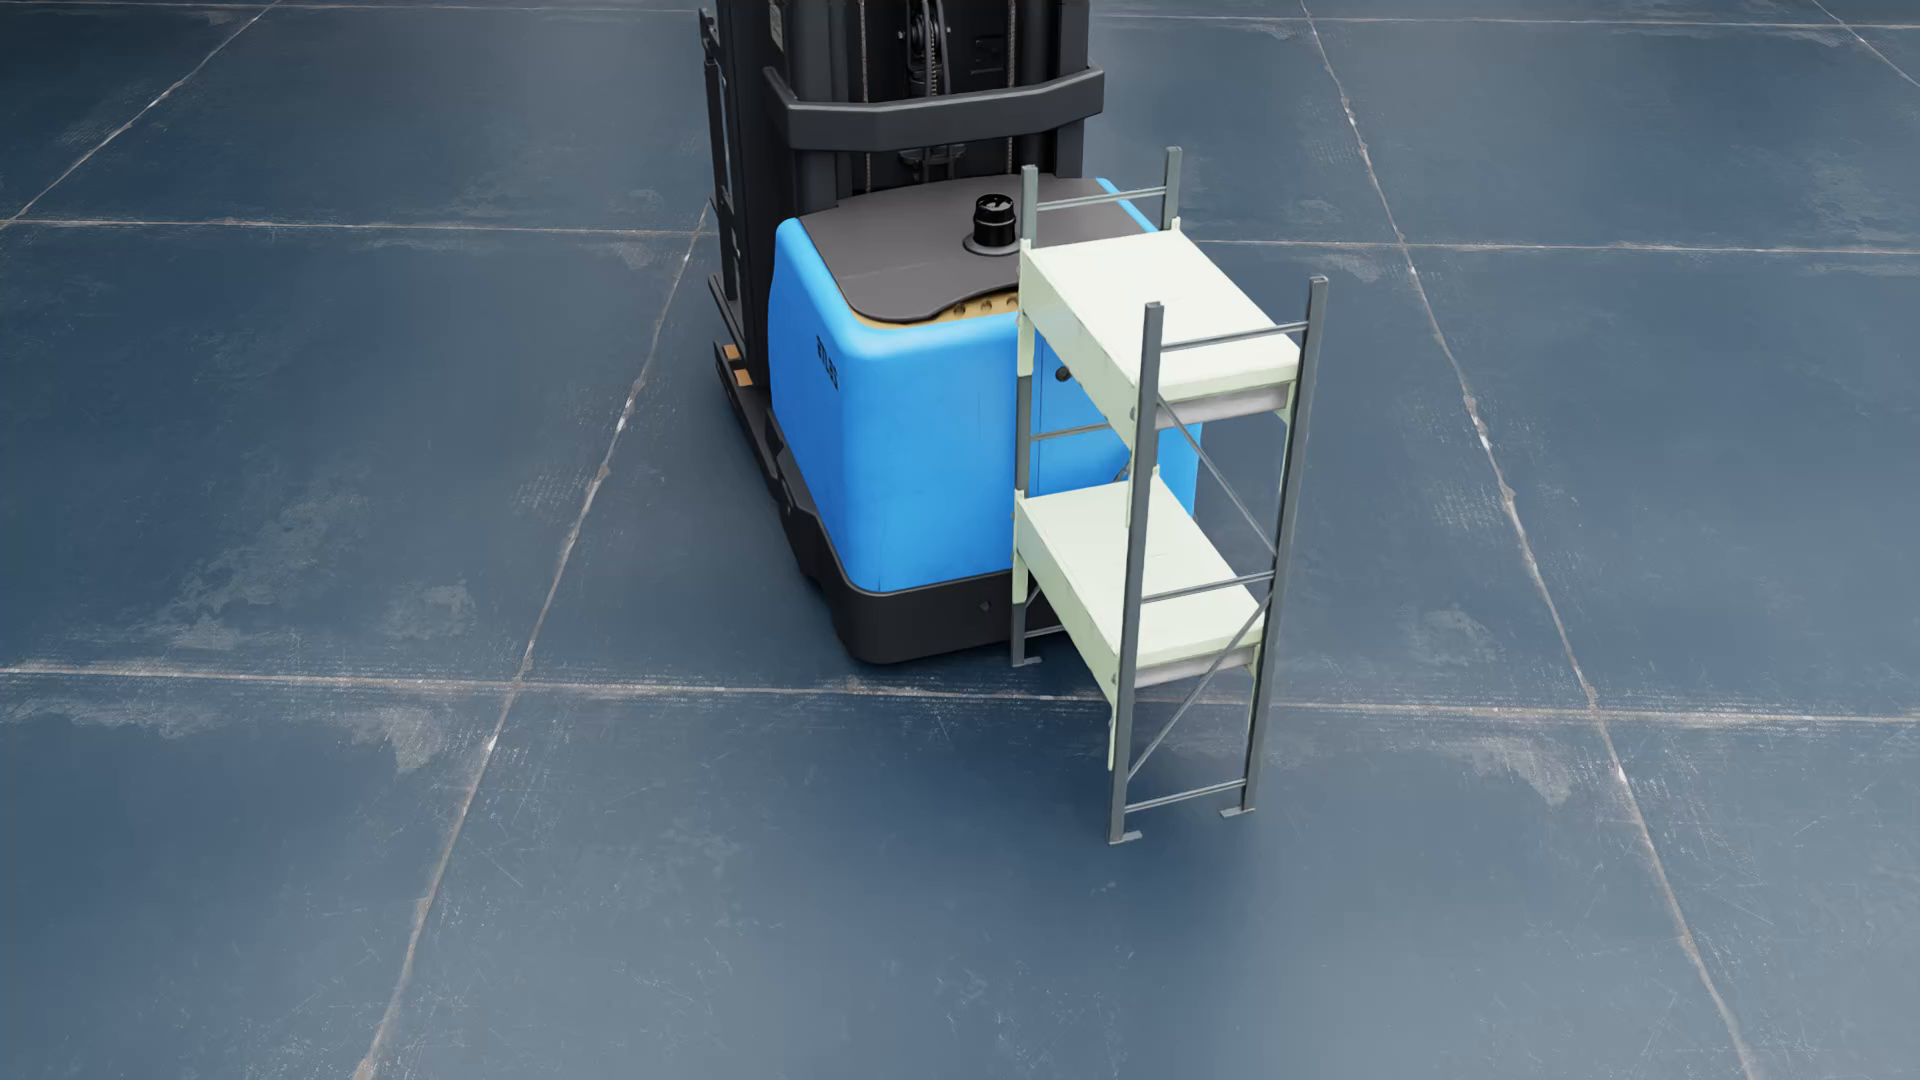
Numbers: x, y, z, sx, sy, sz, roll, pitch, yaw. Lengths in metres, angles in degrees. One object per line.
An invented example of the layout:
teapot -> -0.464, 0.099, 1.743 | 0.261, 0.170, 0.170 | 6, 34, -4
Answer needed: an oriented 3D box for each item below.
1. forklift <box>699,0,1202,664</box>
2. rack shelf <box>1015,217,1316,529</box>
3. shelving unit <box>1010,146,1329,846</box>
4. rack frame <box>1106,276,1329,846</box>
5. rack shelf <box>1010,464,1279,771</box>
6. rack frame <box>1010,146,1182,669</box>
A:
forklift -> -0.250, -1.700, 5.119 | 1.130, 2.935, 3.031 | -11, 36, -15
rack shelf -> 0.449, -0.408, 3.847 | 0.431, 0.370, 0.720 | -11, 36, -15
shelving unit -> 0.449, -0.089, 4.072 | 0.431, 1.500, 0.755 | -11, 36, -15
rack frame -> 0.561, 0.112, 3.787 | 0.400, 1.500, 0.023 | -11, 36, -15
rack shelf -> 0.449, 0.178, 4.259 | 0.431, 0.370, 0.720 | -11, 36, -15
rack frame -> 0.337, -0.289, 4.357 | 0.400, 1.500, 0.023 | -11, 36, -15
